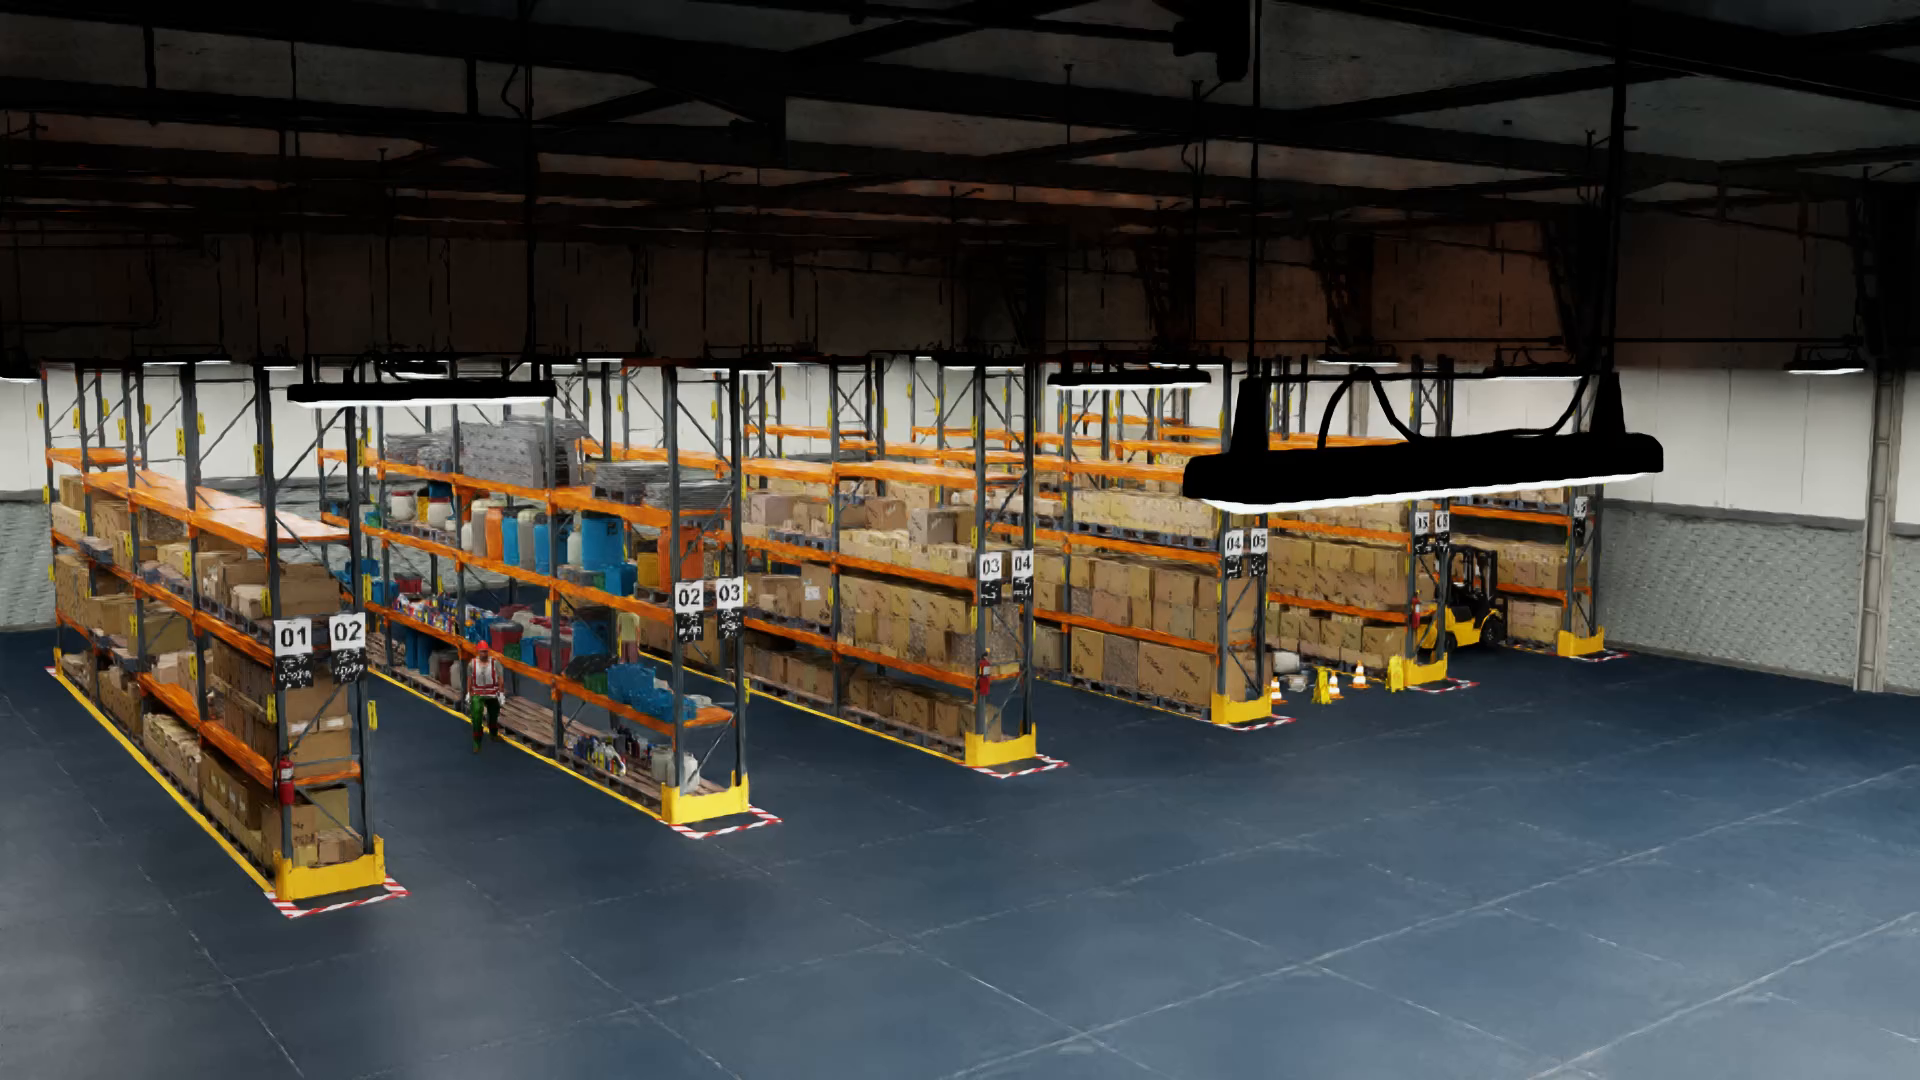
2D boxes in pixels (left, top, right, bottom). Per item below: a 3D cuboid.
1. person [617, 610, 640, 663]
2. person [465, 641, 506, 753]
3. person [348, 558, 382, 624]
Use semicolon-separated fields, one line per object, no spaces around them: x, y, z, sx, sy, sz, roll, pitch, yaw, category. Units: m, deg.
-5.989;1.858;30.267;0.498;1.675;0.441;3;8;25;person
-7.355;2.391;25.765;0.598;1.734;0.988;-2;7;-16;person
-13.306;1.140;36.917;0.780;1.514;0.559;5;8;34;person
